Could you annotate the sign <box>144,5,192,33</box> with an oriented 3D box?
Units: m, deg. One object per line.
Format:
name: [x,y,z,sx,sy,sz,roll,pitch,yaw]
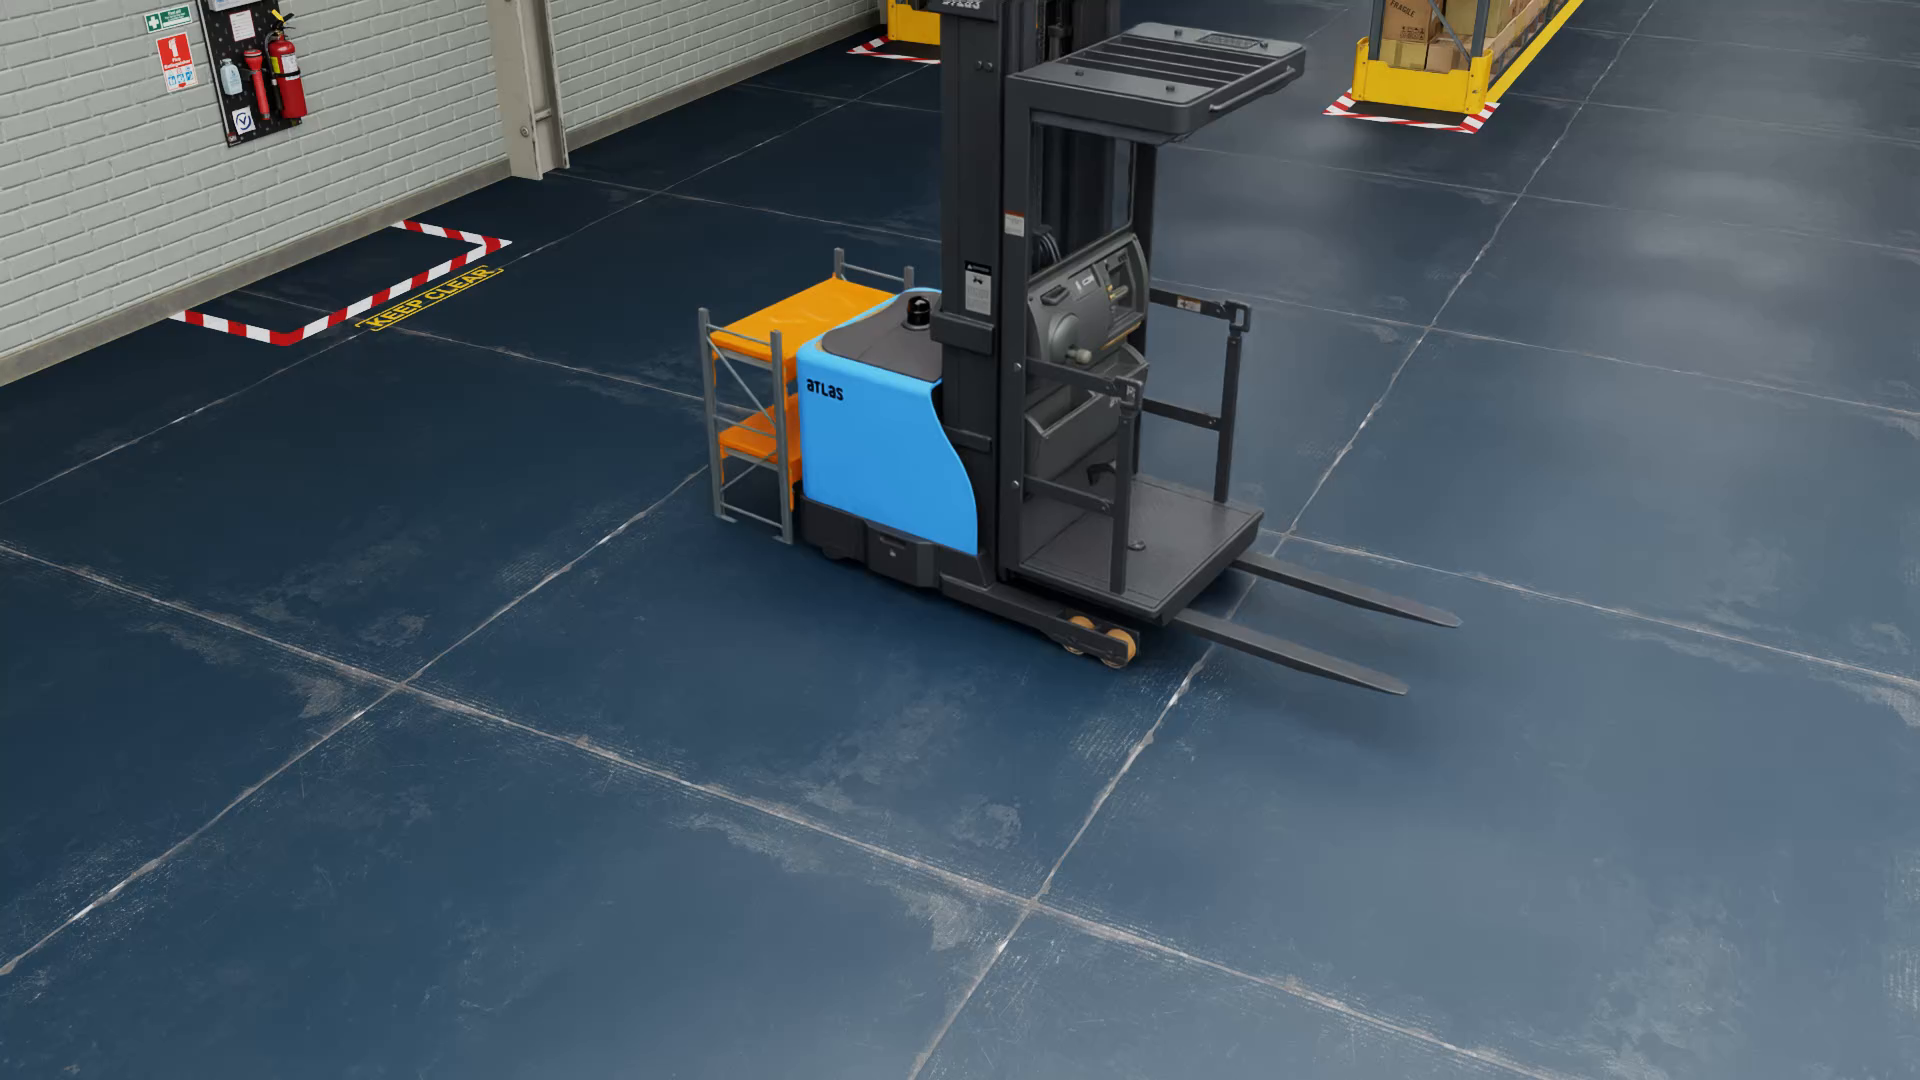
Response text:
sign: [-4.894,-3.223,10.283,0.001,0.109,0.331,14,33,23]

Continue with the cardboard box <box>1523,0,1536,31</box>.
cardboard box: [5.550,-5.381,16.948,0.500,0.250,0.500,14,33,23]

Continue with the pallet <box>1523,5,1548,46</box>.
pallet: [5.618,-5.539,17.683,1.003,0.211,1.213,14,33,23]

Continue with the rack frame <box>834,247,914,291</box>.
rack frame: [-0.444,-0.954,8.782,0.500,1.125,0.032,20,35,30]

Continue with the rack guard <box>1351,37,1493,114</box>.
rack guard: [4.185,-4.223,15.102,1.175,0.500,0.348,14,33,23]

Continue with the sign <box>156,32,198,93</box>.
sign: [-4.904,-2.993,10.415,0.001,0.329,0.234,14,33,23]

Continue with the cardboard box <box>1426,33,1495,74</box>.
cardboard box: [4.638,-4.495,15.404,0.500,0.250,0.500,14,33,23]

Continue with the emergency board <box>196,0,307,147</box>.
emergency board: [-4.560,-3.200,10.810,0.194,1.169,0.643,14,33,23]

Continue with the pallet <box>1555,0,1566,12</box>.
pallet: [6.319,-6.217,18.865,1.003,0.211,1.213,14,33,23]

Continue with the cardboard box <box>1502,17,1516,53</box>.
cardboard box: [5.090,-4.939,16.178,0.500,0.250,0.500,14,33,23]

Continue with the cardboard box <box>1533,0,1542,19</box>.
cardboard box: [5.764,-5.606,17.340,0.500,0.250,0.500,14,33,23]

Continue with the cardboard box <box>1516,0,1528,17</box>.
cardboard box: [5.323,-5.484,16.374,0.500,0.500,0.500,14,33,23]

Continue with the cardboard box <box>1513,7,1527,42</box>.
cardboard box: [5.323,-5.159,16.562,0.500,0.250,0.500,14,33,23]

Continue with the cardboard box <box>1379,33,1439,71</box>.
cardboard box: [4.177,-4.612,15.609,0.500,0.250,0.500,14,33,23]

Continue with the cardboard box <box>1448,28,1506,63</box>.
cardboard box: [4.862,-4.717,15.792,0.500,0.250,0.500,14,33,23]

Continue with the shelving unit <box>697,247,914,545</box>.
shelving unit: [-0.740,-0.748,8.423,0.538,1.125,1.048,20,35,30]

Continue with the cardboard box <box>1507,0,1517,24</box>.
cardboard box: [5.080,-5.267,15.995,0.500,0.500,0.500,14,33,23]

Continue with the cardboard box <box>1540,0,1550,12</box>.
cardboard box: [6.001,-5.826,17.722,0.500,0.250,0.500,14,33,23]

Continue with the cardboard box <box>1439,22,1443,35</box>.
cardboard box: [4.394,-4.837,16.000,0.500,0.250,0.500,14,33,23]

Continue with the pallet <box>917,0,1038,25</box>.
pallet: [0.220,-5.616,17.818,1.003,0.211,1.213,14,33,23]

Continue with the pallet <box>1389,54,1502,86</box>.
pallet: [4.507,-4.457,15.799,1.003,0.211,1.213,14,33,23]

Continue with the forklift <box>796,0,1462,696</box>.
forklift: [0.733,-1.013,7.071,3.031,2.935,1.130,19,35,29]

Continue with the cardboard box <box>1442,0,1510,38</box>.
cardboard box: [4.864,-5.042,15.604,0.500,0.500,0.500,14,33,23]

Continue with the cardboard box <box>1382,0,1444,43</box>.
cardboard box: [4.175,-4.938,15.423,0.500,0.500,0.500,14,33,23]

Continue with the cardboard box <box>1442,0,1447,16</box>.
cardboard box: [4.617,-5.385,16.201,0.500,0.500,0.500,14,33,23]

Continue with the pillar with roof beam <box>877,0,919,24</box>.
pillar with roof beam: [3.165,-8.571,14.140,9.100,9.000,0.400,14,33,23]

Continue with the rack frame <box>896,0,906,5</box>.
rack frame: [-0.216,-6.440,16.452,1.000,3.000,0.127,14,33,23]

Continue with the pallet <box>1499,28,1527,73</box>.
pallet: [5.063,-4.996,16.738,1.003,0.211,1.213,14,33,23]

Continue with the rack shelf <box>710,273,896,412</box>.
rack shelf: [-0.740,-1.002,8.278,0.538,0.278,1.000,20,35,30]

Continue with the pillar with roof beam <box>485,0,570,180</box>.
pillar with roof beam: [0.432,-5.911,9.508,9.100,9.000,0.400,14,33,23]

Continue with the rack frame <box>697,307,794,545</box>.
rack frame: [-1.036,-0.543,8.065,0.500,1.125,0.032,20,35,30]

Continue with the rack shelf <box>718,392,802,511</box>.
rack shelf: [-0.740,-0.536,8.545,0.538,0.278,1.000,20,35,30]

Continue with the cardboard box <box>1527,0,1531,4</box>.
cardboard box: [5.538,-5.709,16.766,0.500,0.500,0.500,14,33,23]

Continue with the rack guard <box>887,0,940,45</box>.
rack guard: [-0.181,-5.390,17.133,1.175,0.500,0.348,14,33,23]

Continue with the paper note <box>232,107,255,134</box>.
paper note: [-4.702,-2.755,10.920,0.016,0.148,0.142,14,33,23]

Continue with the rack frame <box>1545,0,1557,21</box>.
rack frame: [6.018,-7.091,17.586,1.000,3.000,0.127,14,33,23]

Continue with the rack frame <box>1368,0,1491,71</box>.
rack frame: [4.195,-5.318,14.498,1.000,3.000,0.127,14,33,23]
